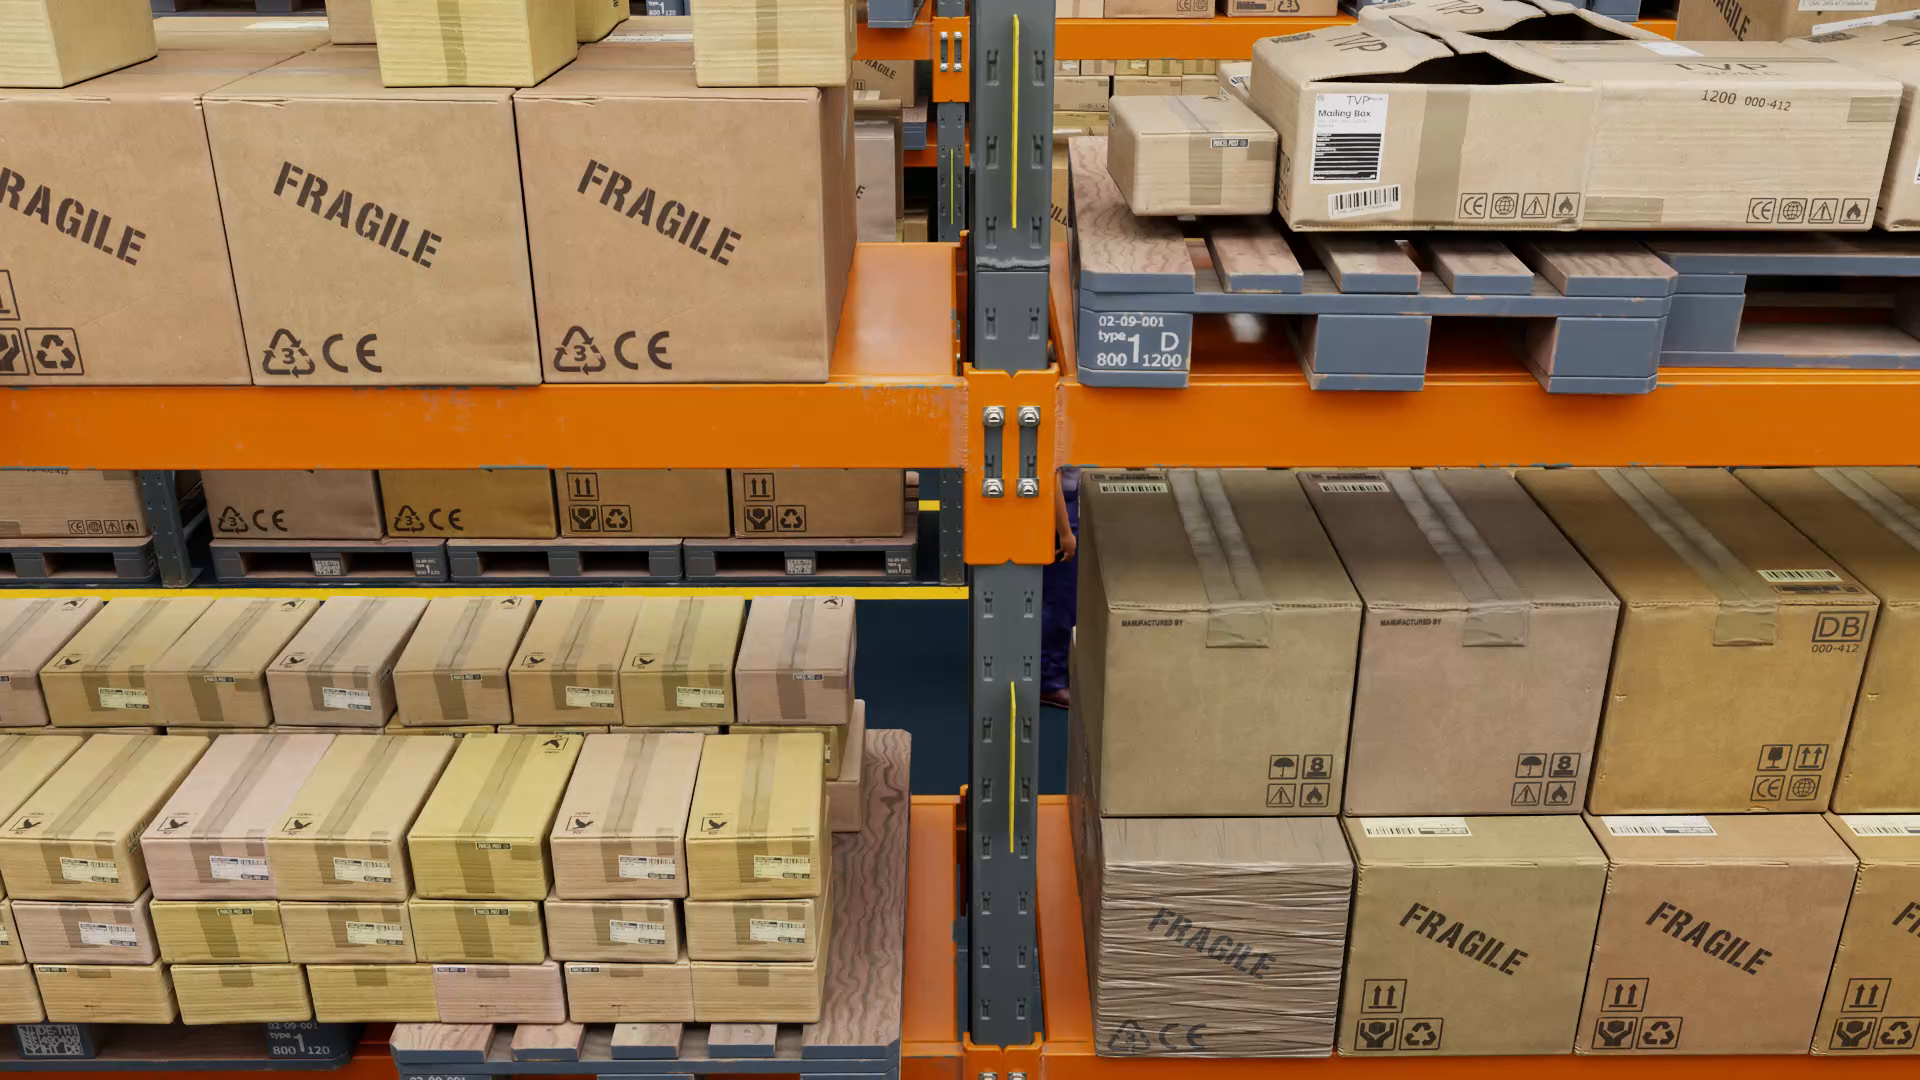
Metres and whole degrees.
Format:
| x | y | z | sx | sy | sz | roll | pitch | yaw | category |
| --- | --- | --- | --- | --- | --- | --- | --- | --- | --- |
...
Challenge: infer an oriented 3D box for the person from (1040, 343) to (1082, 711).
| x | y | z | sx | sy | sz | roll | pitch | yaw | category |
| --- | --- | --- | --- | --- | --- | --- | --- | --- | --- |
| 0.407 | -0.095 | 7.324 | 0.372 | 1.650 | 0.557 | -2 | 24 | -5 | person |
